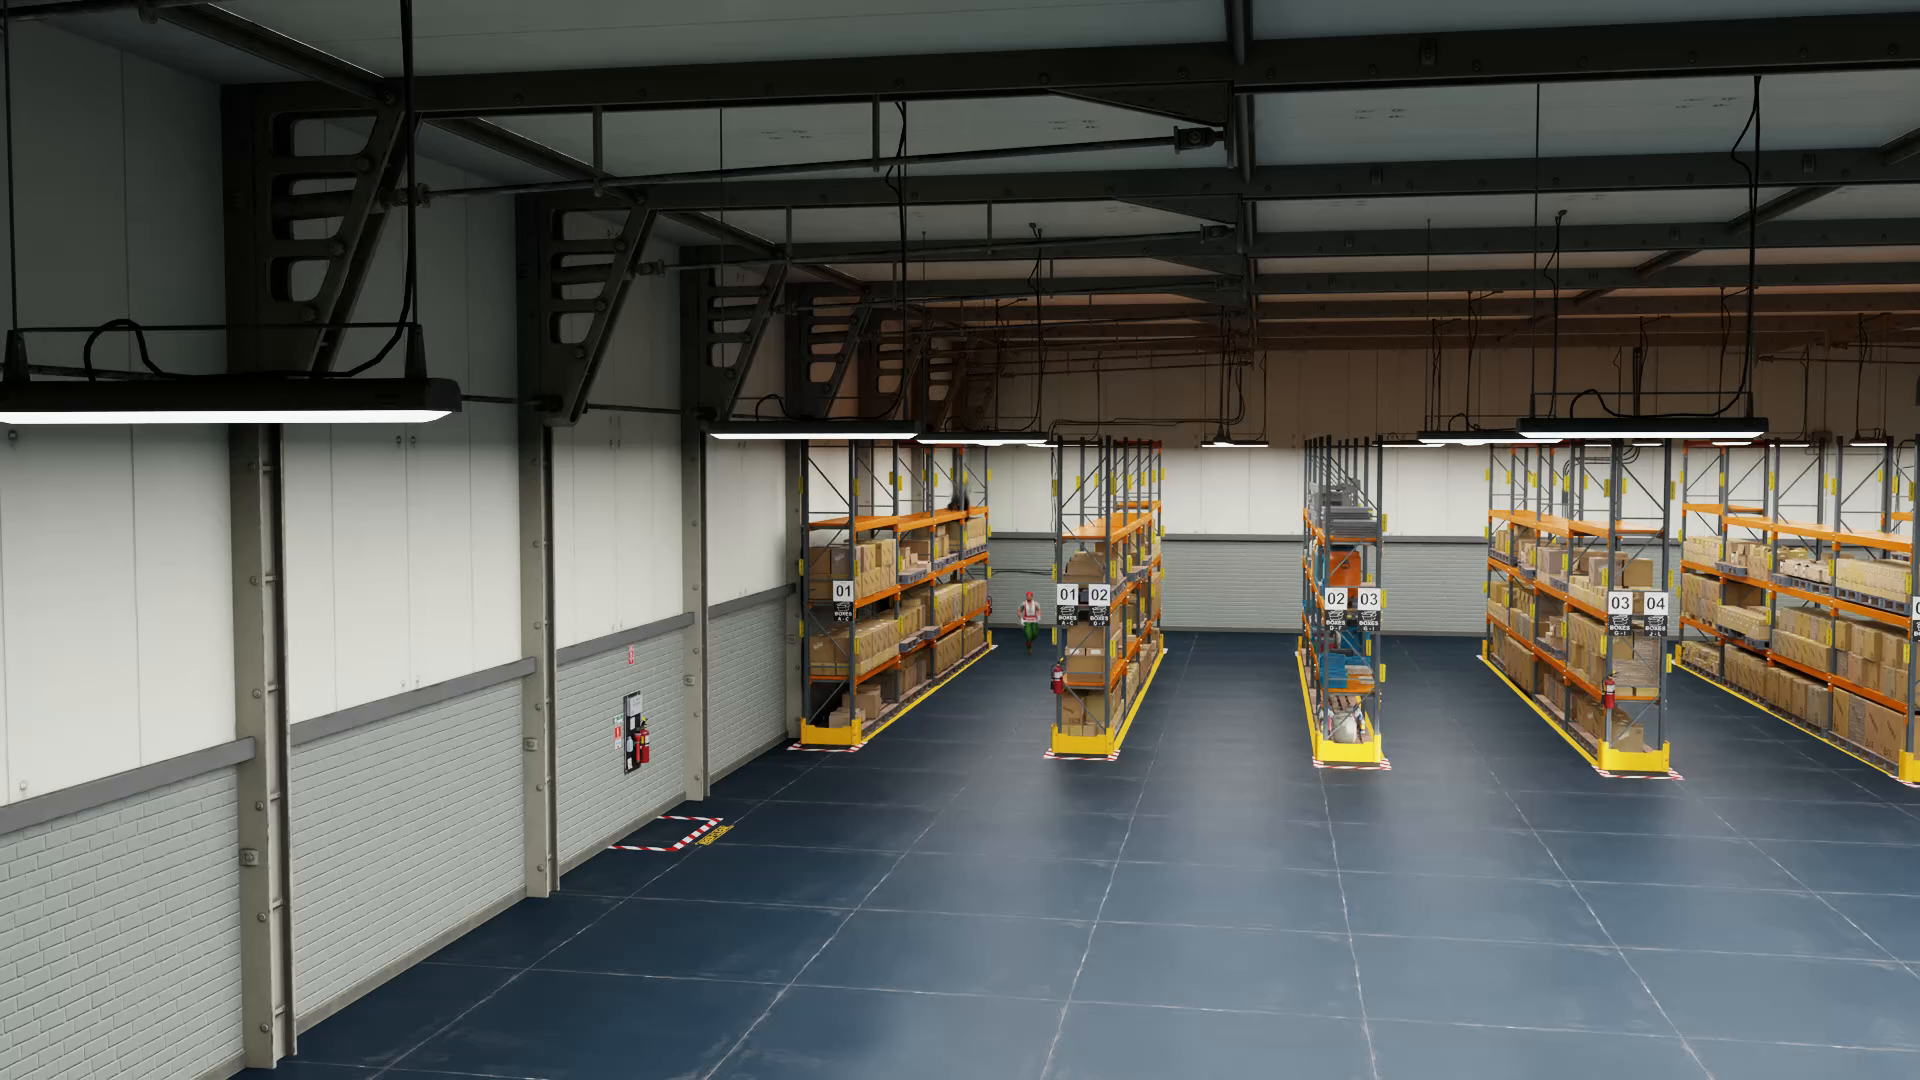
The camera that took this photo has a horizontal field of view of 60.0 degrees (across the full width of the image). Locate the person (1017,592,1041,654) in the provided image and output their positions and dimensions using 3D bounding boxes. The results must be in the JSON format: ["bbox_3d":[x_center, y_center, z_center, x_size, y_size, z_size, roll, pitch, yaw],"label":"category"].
[{"bbox_3d":[1.978,2.324,46.862,0.685,1.744,0.544,-1,3,-11],"label":"person"}]
